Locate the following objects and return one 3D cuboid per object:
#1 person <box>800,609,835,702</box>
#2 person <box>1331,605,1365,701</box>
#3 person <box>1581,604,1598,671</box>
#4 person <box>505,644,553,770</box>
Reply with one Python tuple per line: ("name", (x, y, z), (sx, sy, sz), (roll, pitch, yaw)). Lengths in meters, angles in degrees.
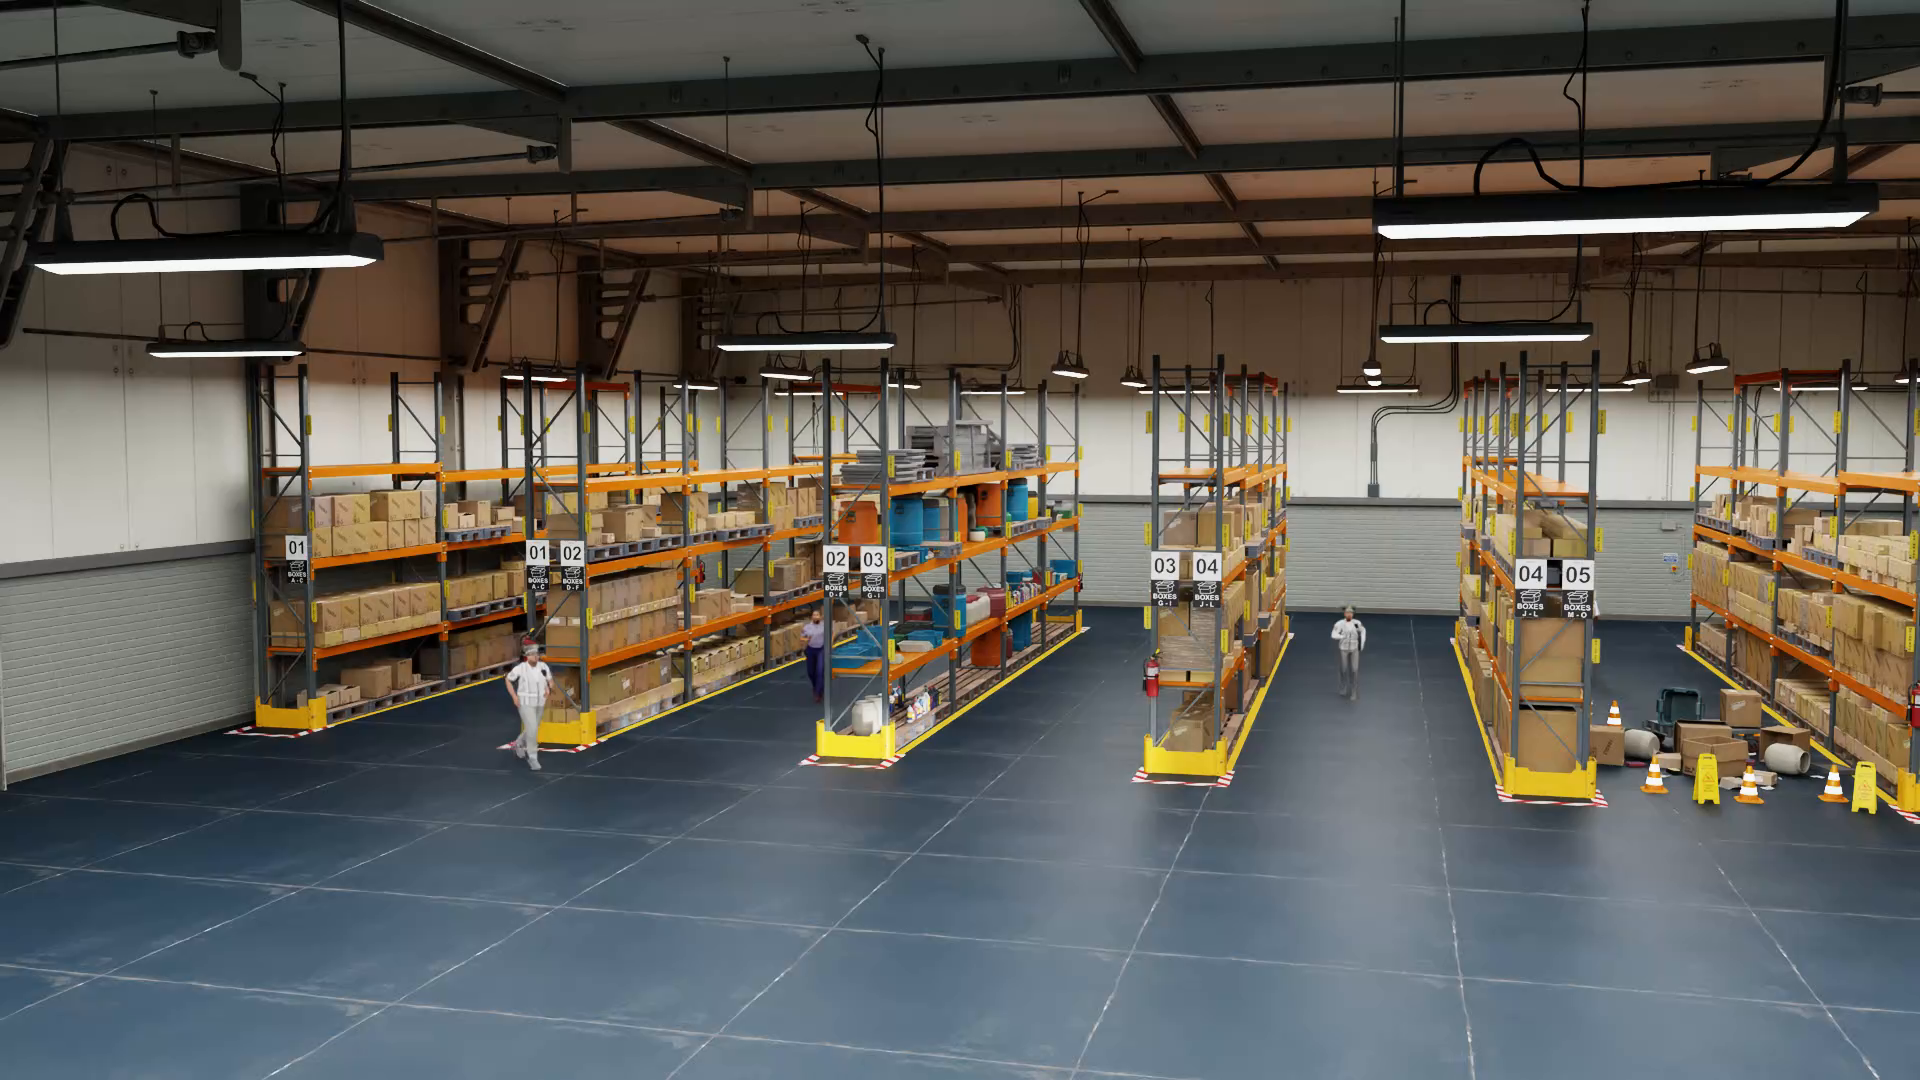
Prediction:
("person", (-2.605, 2.076, 30.294), (0.607, 1.632, 0.941), (0, 4, 7))
("person", (7.106, 2.053, 30.488), (0.599, 1.758, 0.768), (1, 4, 10))
("person", (12.645, 1.795, 33.957), (0.692, 1.724, 0.582), (1, 4, 10))
("person", (-6.321, 2.424, 24.528), (0.885, 1.815, 0.674), (4, 5, 43))
